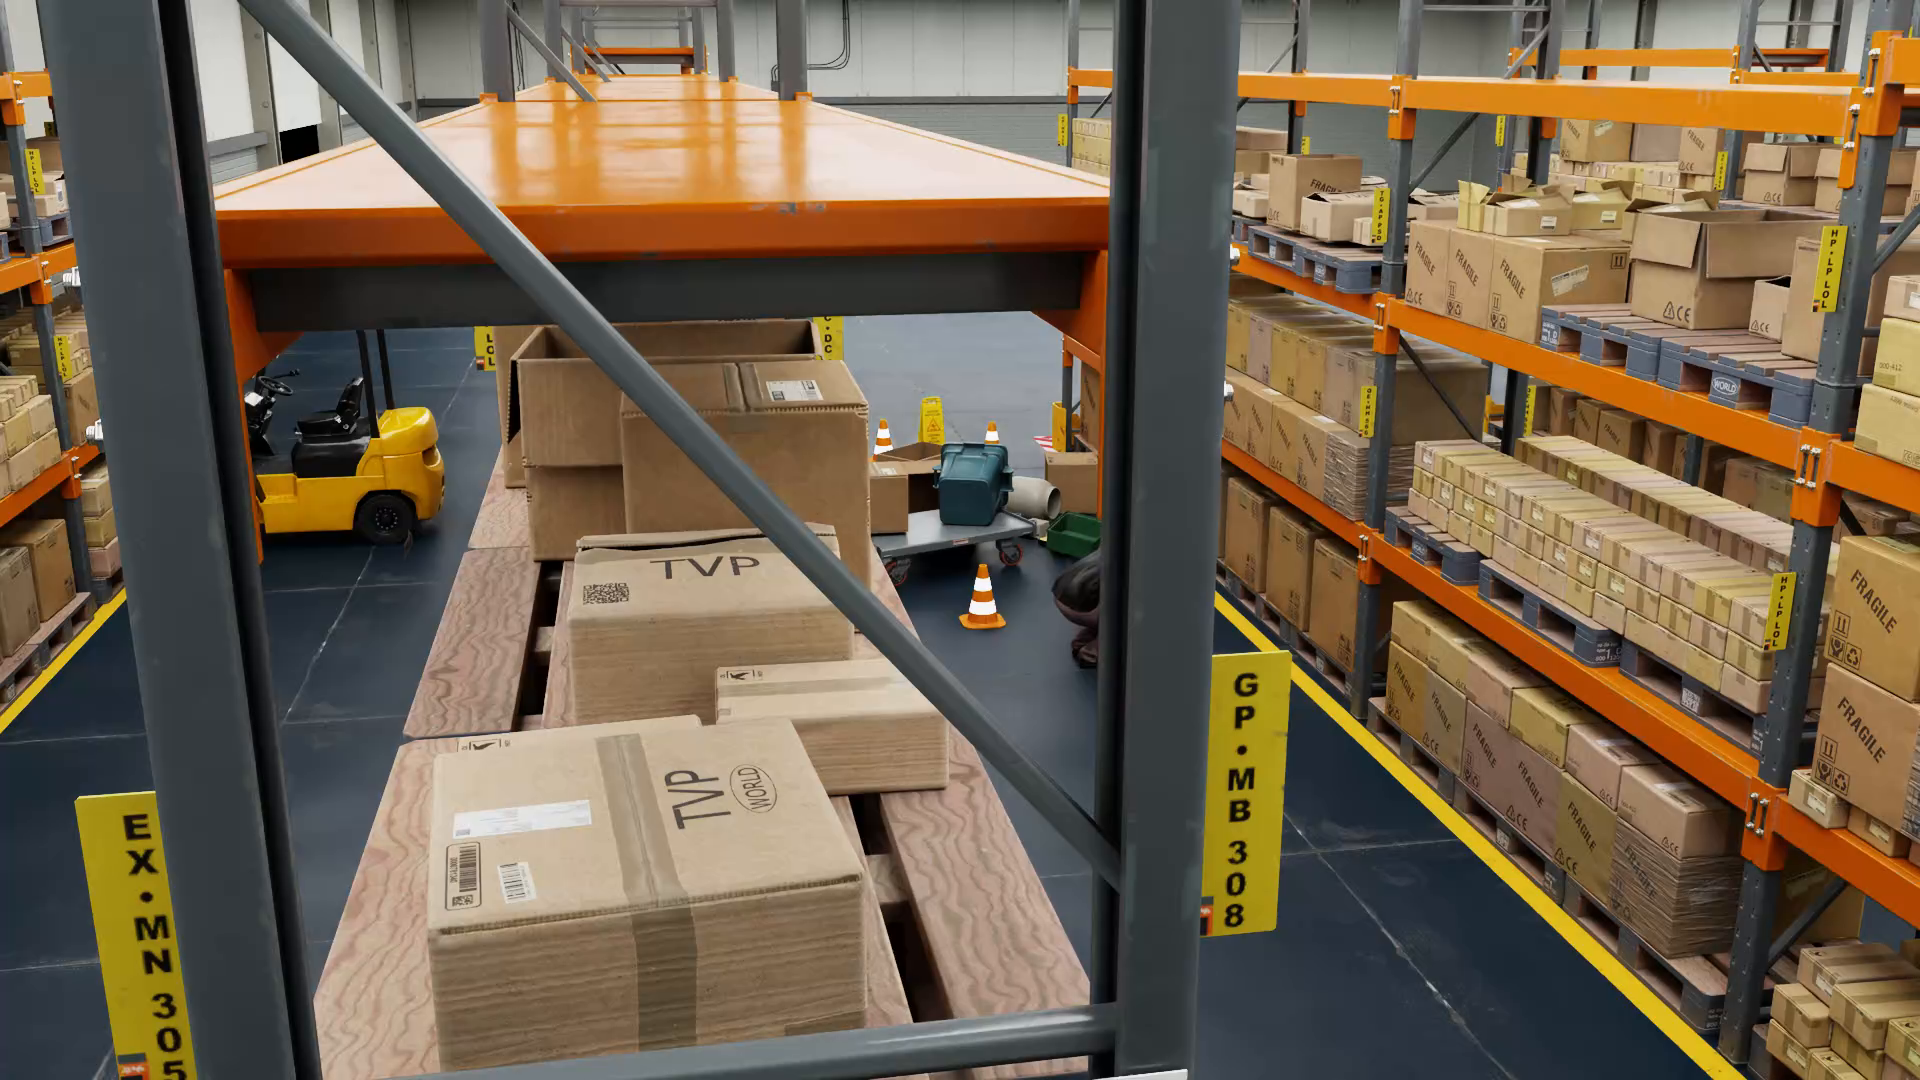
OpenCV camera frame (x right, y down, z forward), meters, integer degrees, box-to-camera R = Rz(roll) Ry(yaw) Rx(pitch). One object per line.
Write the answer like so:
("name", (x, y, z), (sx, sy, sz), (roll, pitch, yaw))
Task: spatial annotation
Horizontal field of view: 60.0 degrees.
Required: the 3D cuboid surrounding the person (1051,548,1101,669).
("person", (1.097, 0.434, 12.058), (0.868, 0.906, 0.537), (-3, 17, -11))
